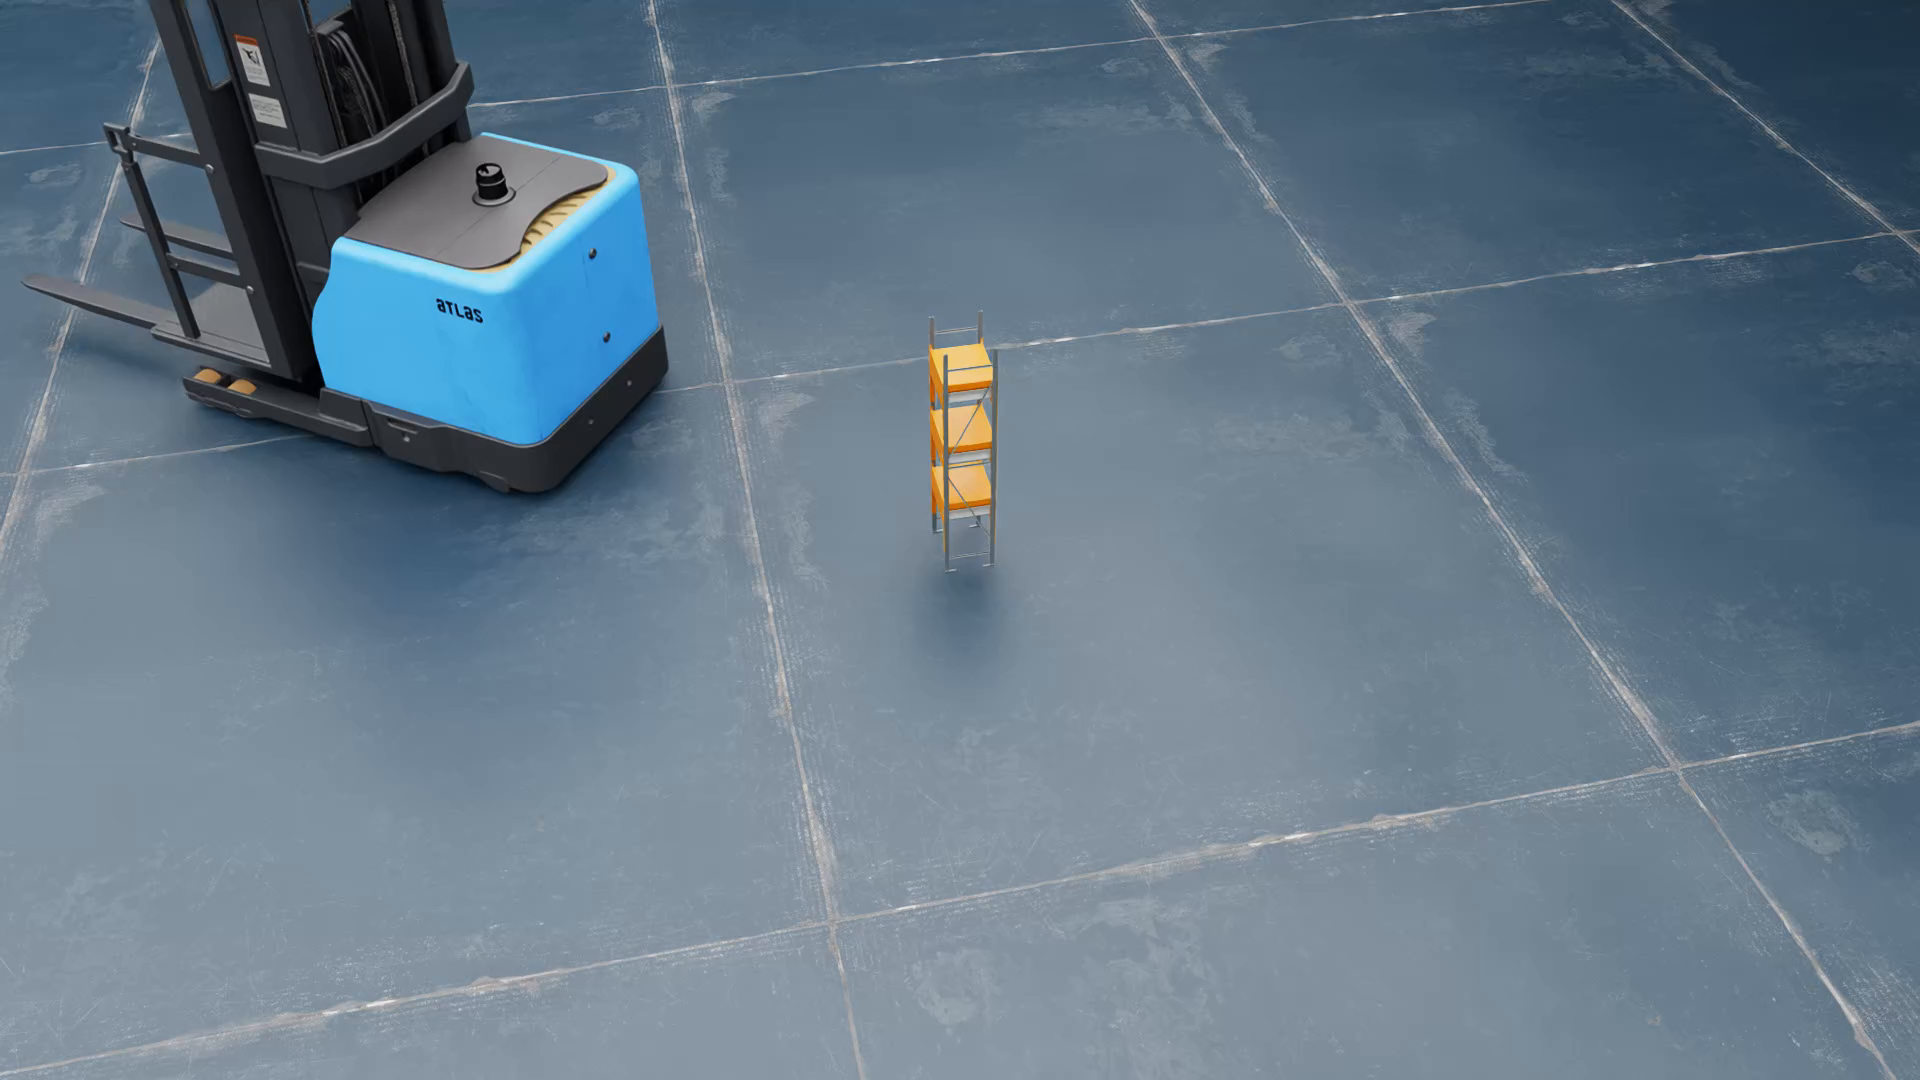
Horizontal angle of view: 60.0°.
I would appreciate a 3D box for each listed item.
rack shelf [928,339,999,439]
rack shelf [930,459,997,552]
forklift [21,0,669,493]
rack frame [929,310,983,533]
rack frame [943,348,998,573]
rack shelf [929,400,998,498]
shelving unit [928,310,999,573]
[{"bbox_3d":[0.012,-0.562,6.181,0.215,0.259,0.240,-8,42,-9],"label":"rack shelf"},{"bbox_3d":[0.012,-0.142,6.554,0.215,0.259,0.240,-8,42,-9],"label":"rack shelf"},{"bbox_3d":[-2.879,-1.939,6.727,3.031,2.935,1.130,16,44,18],"label":"forklift"},{"bbox_3d":[-0.015,-0.437,6.451,0.200,1.050,0.008,-8,42,-9],"label":"rack frame"},{"bbox_3d":[0.038,-0.279,6.273,0.200,1.050,0.008,-8,42,-9],"label":"rack frame"},{"bbox_3d":[0.012,-0.350,6.369,0.215,0.259,0.240,-8,42,-9],"label":"rack shelf"},{"bbox_3d":[0.012,-0.358,6.362,0.215,1.050,0.252,-8,42,-9],"label":"shelving unit"}]
